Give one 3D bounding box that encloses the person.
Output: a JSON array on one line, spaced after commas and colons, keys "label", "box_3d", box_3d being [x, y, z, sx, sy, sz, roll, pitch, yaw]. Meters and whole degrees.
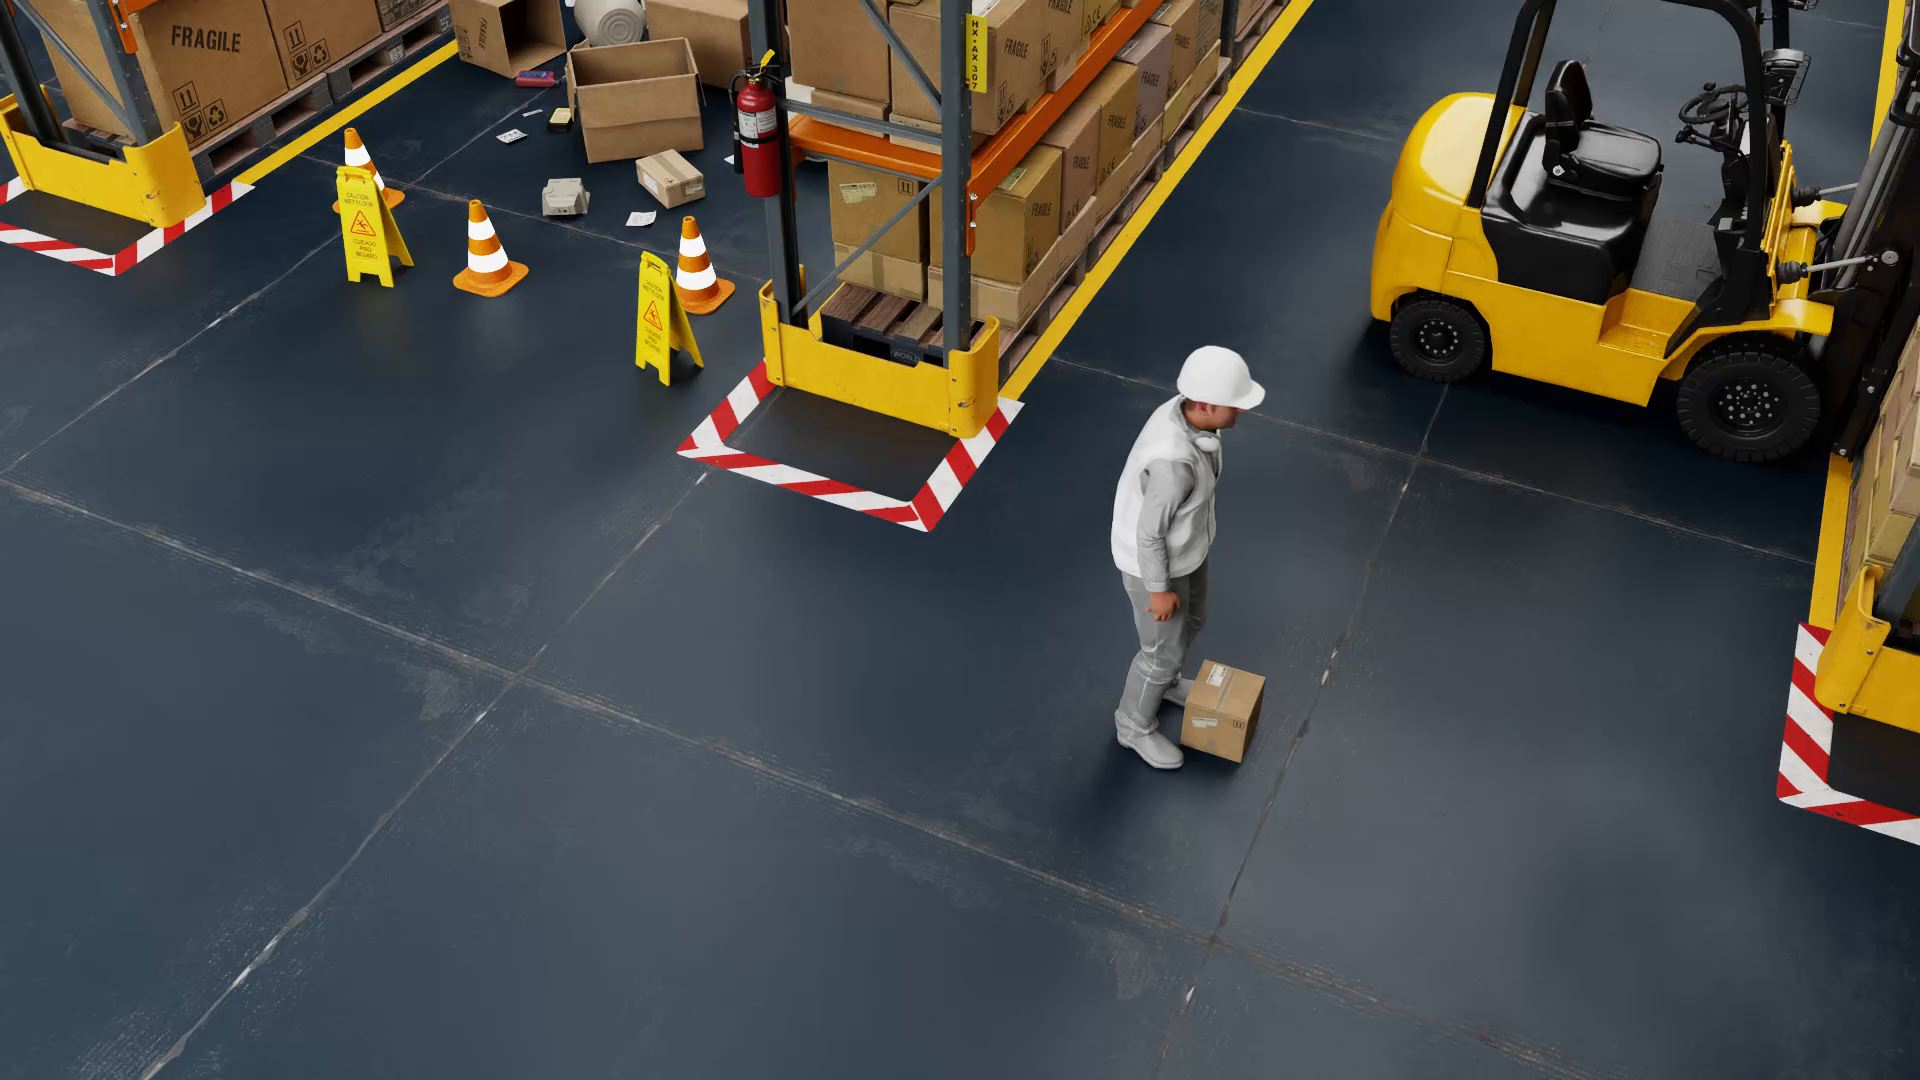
[{"label": "person", "box_3d": [0.791, 0.033, 6.104, 0.466, 1.769, 0.579, 15, 44, 17]}]
